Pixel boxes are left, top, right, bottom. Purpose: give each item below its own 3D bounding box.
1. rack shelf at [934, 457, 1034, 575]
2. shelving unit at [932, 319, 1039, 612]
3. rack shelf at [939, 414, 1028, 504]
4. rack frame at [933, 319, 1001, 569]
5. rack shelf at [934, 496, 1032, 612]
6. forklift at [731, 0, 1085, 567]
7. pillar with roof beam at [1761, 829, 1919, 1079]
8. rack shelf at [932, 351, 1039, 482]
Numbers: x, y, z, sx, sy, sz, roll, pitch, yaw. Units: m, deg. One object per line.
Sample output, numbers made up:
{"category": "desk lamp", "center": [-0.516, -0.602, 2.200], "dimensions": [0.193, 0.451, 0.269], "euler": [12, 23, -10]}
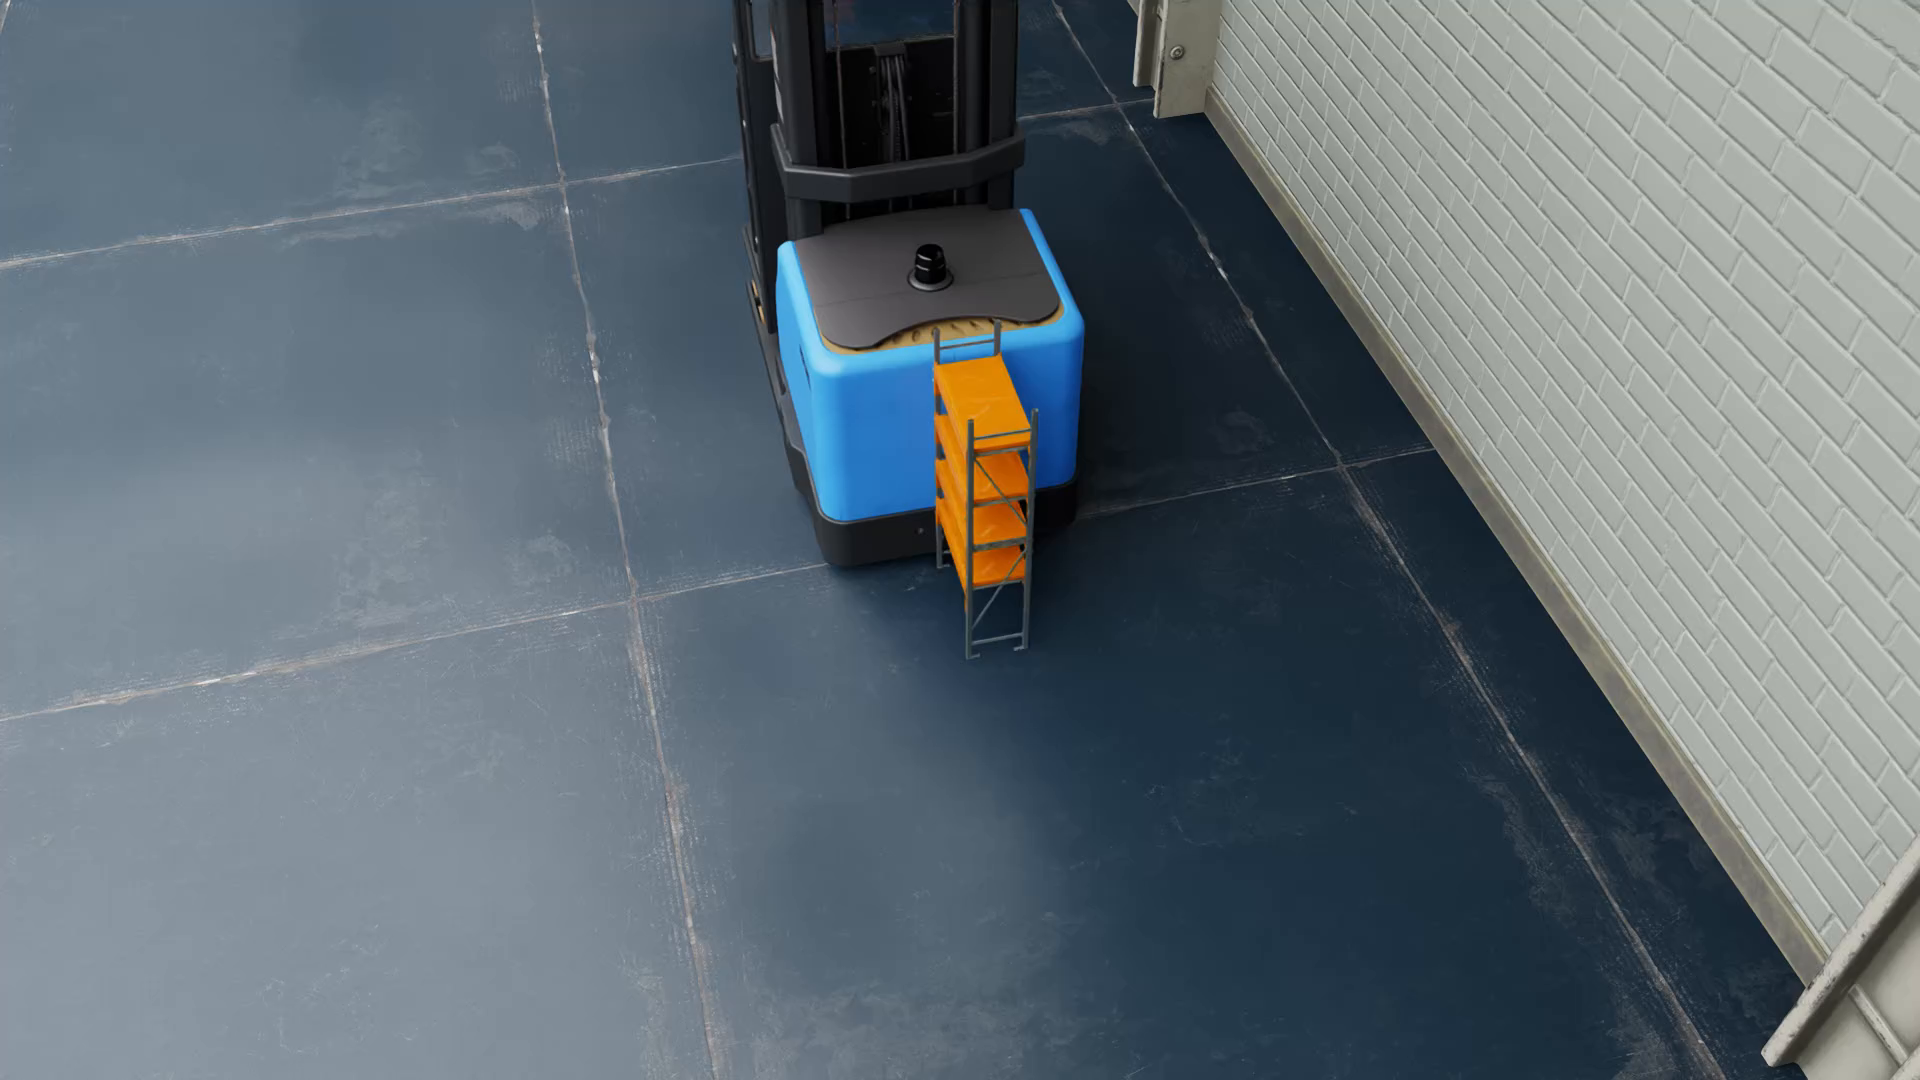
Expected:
{"category": "rack shelf", "center": [0.083, -0.112, 6.114], "dimensions": [0.258, 0.148, 0.480], "euler": [-10, 46, -10]}
{"category": "shelving unit", "center": [0.082, -0.163, 6.070], "dimensions": [0.258, 1.200, 0.492], "euler": [-10, 46, -10]}
{"category": "rack shelf", "center": [0.083, -0.306, 5.916], "dimensions": [0.221, 0.021, 0.457], "euler": [-10, 46, -10]}
{"category": "rack frame", "center": [0.025, -0.328, 6.232], "dimensions": [0.240, 1.200, 0.015], "euler": [-10, 46, -10]}
{"category": "rack shelf", "center": [0.083, 0.027, 6.256], "dimensions": [0.258, 0.148, 0.480], "euler": [-10, 46, -10]}
{"category": "forklift", "center": [-0.374, -1.994, 6.652], "dimensions": [1.130, 2.935, 3.031], "euler": [-10, 46, -10]}
{"category": "pillar with roof beam", "center": [-1.467, -0.660, 1.096], "dimensions": [9.100, 9.000, 0.400], "euler": [-11, 47, -10]}
{"category": "rack shelf", "center": [0.083, -0.434, 5.785], "dimensions": [0.258, 0.148, 0.480], "euler": [-10, 46, -10]}
